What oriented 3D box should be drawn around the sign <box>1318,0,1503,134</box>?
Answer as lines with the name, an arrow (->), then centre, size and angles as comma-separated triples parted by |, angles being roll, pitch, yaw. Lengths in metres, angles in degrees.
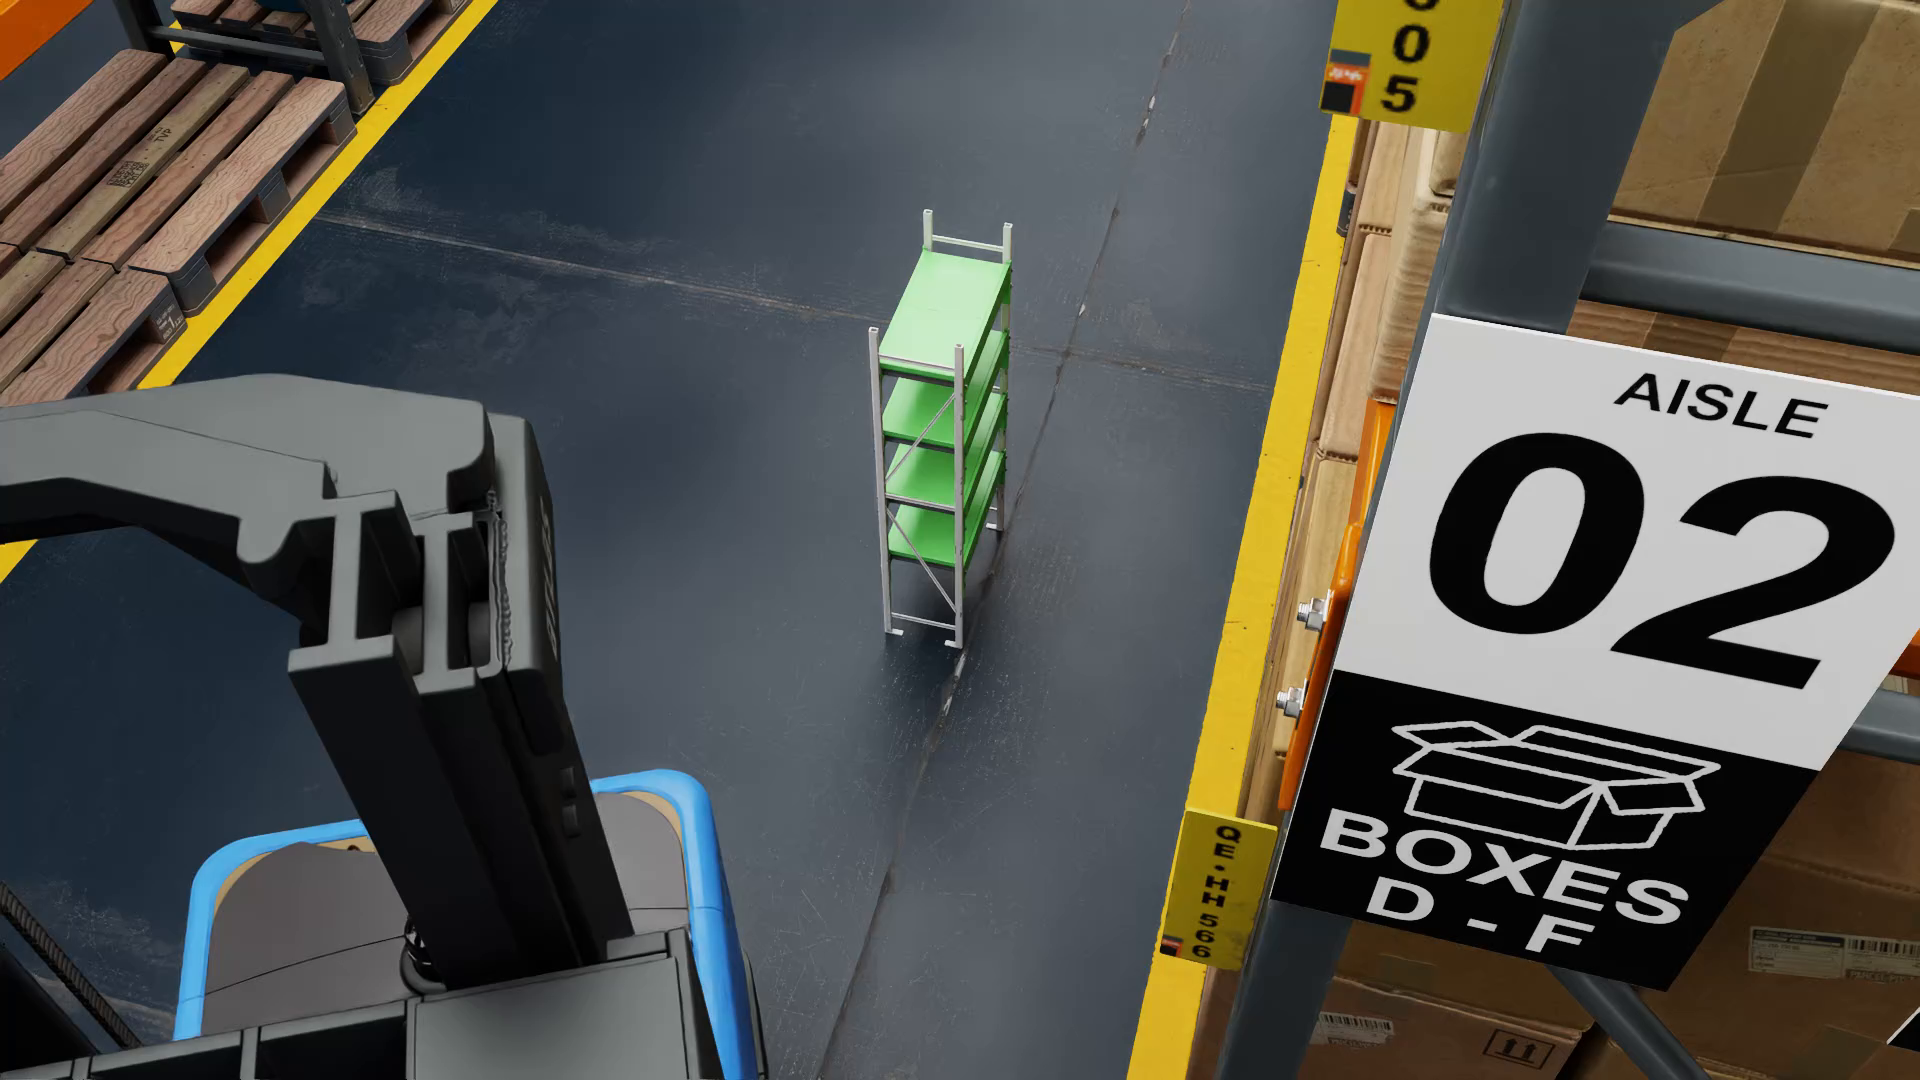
sign -> 0.292, -0.391, 1.003 | 0.100, 0.325, 0.005 | 12, 50, 10

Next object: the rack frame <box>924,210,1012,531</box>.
rack frame -> 0.021, -0.454, 4.850 | 0.240, 1.200, 0.015 | 12, 50, 10

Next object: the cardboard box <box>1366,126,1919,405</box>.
cardboard box -> 0.703, -0.348, 1.656 | 0.500, 0.250, 0.500 | 12, 50, 10

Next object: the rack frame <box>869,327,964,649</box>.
rack frame -> -0.108, -0.101, 4.539 | 0.240, 1.200, 0.015 | 12, 50, 10

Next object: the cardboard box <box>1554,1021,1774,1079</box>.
cardboard box -> 1.194, 0.716, 2.550 | 0.500, 0.500, 0.500 | 13, 50, 11

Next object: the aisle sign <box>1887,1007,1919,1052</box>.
aisle sign -> 1.088, 0.265, 1.281 | 0.394, 0.787, 0.004 | 12, 50, 10

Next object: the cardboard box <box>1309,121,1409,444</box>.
cardboard box -> 0.939, -0.463, 2.925 | 0.500, 0.500, 0.500 | 13, 50, 11

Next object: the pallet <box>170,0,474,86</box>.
pallet -> -2.659, -2.482, 7.300 | 1.003, 0.211, 1.213 | 12, 50, 10

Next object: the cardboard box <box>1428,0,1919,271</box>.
cardboard box -> 0.712, -0.512, 1.467 | 0.500, 0.250, 0.500 | 12, 50, 10

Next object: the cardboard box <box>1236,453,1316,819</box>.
cardboard box -> 0.811, 0.232, 2.978 | 0.500, 0.500, 0.500 | 12, 50, 10

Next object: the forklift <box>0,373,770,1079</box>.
forklift -> -0.731, 1.357, 2.097 | 1.130, 2.935, 3.031 | -9, 49, -8

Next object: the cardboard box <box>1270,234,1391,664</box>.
cardboard box -> 0.807, -0.087, 2.593 | 0.500, 0.500, 0.500 | 13, 50, 11

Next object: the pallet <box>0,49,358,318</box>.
pallet -> -3.058, -1.393, 6.338 | 1.003, 0.211, 1.213 | 12, 50, 10

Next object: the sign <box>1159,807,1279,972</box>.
sign -> 0.292, 0.407, 1.907 | 0.100, 0.325, 0.005 | 12, 50, 10

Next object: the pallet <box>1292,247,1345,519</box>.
pallet -> 1.694, -0.456, 5.511 | 1.003, 0.211, 1.213 | 12, 50, 10

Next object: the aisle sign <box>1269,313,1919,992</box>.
aisle sign -> 0.509, 0.147, 1.386 | 0.394, 0.787, 0.004 | 12, 50, 10

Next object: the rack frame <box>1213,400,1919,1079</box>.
rack frame -> 0.823, 1.018, 2.351 | 1.000, 3.000, 0.127 | 12, 50, 10

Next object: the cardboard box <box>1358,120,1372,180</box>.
cardboard box -> 1.347, -1.222, 4.261 | 0.500, 0.500, 0.500 | 12, 50, 11

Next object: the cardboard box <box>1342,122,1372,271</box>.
cardboard box -> 1.213, -0.861, 3.942 | 0.500, 0.500, 0.500 | 11, 50, 10

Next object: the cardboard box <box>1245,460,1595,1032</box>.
cardboard box -> 0.674, 0.278, 2.270 | 0.500, 0.500, 0.500 | 11, 50, 10

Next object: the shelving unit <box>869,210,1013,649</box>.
shelving unit -> -0.044, -0.277, 4.694 | 0.258, 1.200, 0.503 | 12, 50, 10

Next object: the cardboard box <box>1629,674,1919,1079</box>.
cardboard box -> 1.194, 0.385, 2.176 | 0.500, 0.500, 0.500 | 13, 50, 11

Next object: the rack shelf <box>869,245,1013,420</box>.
rack shelf -> -0.044, -0.553, 4.383 | 0.258, 0.148, 0.480 | 12, 50, 10

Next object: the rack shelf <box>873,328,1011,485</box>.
rack shelf -> -0.044, -0.394, 4.562 | 0.258, 0.148, 0.480 | 12, 50, 10

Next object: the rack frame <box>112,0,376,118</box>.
rack frame -> -2.902, -2.855, 5.769 | 1.000, 3.000, 0.127 | 12, 50, 10

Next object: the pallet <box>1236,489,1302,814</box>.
pallet -> 1.375, 0.430, 4.730 | 1.003, 0.211, 1.213 | 12, 50, 10

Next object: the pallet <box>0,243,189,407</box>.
pallet -> -3.378, -0.508, 5.557 | 1.003, 0.211, 1.213 | 12, 50, 10

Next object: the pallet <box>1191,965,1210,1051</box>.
pallet -> 1.052, 1.309, 3.954 | 1.003, 0.211, 1.213 | 12, 50, 10

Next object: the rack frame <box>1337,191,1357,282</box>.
rack frame -> 1.875, -1.875, 4.904 | 1.000, 3.000, 0.127 | 12, 50, 10

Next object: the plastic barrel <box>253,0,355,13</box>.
plastic barrel -> -2.743, -2.690, 6.743 | 0.600, 0.901, 0.708 | 12, 50, 10

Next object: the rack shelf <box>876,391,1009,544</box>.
rack shelf -> -0.044, -0.235, 4.742 | 0.258, 0.148, 0.480 | 12, 50, 10

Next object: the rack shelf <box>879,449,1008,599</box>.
rack shelf -> -0.044, -0.076, 4.922 | 0.258, 0.148, 0.480 | 12, 50, 10

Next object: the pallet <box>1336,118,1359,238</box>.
pallet -> 2.053, -1.548, 6.475 | 1.003, 0.211, 1.213 | 12, 50, 10

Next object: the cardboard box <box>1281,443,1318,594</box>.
cardboard box -> 0.948, -0.128, 3.296 | 0.500, 0.500, 0.500 | 12, 50, 10

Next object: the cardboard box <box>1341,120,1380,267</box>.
cardboard box -> 1.074, -0.835, 3.253 | 0.500, 0.500, 0.500 | 13, 50, 11

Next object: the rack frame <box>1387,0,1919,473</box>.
rack frame -> 0.823, -0.967, 0.101 | 1.000, 3.000, 0.127 | 12, 50, 10

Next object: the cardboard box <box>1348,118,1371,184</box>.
cardboard box -> 1.729, -1.607, 6.041 | 0.500, 0.500, 0.500 | 11, 50, 10

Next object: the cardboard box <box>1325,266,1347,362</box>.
cardboard box -> 1.080, -0.493, 3.617 | 0.500, 0.500, 0.500 | 11, 49, 10

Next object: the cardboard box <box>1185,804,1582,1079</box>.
cardboard box -> 0.678, 0.608, 2.646 | 0.500, 0.500, 0.500 | 13, 50, 11

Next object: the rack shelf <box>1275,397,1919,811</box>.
rack shelf -> 1.349, -1.183, 2.772 | 1.077, 0.370, 4.000 | 12, 50, 10
